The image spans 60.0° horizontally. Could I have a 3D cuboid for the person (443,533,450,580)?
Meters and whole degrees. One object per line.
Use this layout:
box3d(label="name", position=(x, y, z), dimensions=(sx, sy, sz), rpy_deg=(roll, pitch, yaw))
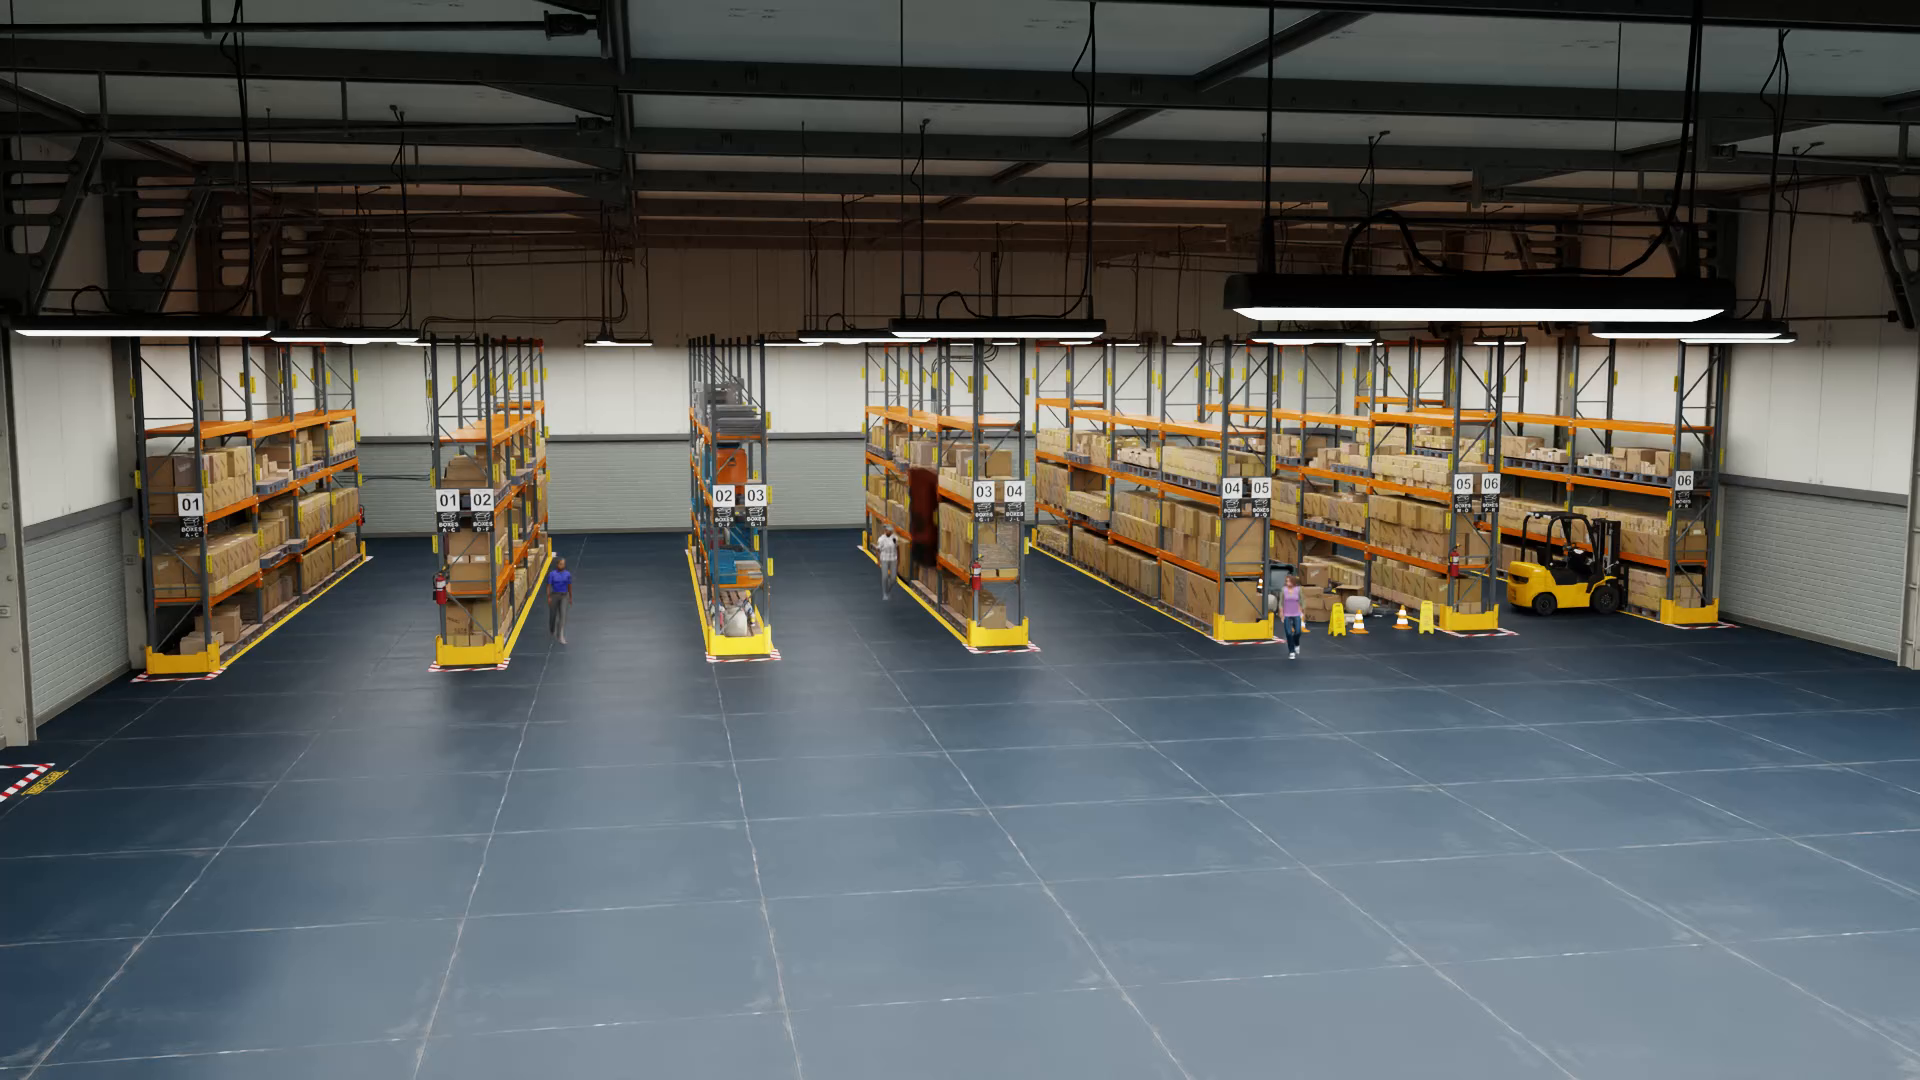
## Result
box3d(label="person", position=(-12.518, 0.162, 40.994), dimensions=(0.632, 1.752, 0.703), rpy_deg=(-1, 7, -9))

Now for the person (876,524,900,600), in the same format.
box3d(label="person", position=(-1.579, 0.482, 36.328), dimensions=(0.540, 1.711, 0.524), rpy_deg=(-2, 7, -16))

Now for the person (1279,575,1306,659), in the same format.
box3d(label="person", position=(6.179, 1.412, 30.913), dimensions=(0.498, 1.579, 0.455), rpy_deg=(2, 7, 14))

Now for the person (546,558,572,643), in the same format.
box3d(label="person", position=(-7.893, 1.172, 32.803), dimensions=(0.543, 1.640, 0.805), rpy_deg=(-3, 7, -27))
